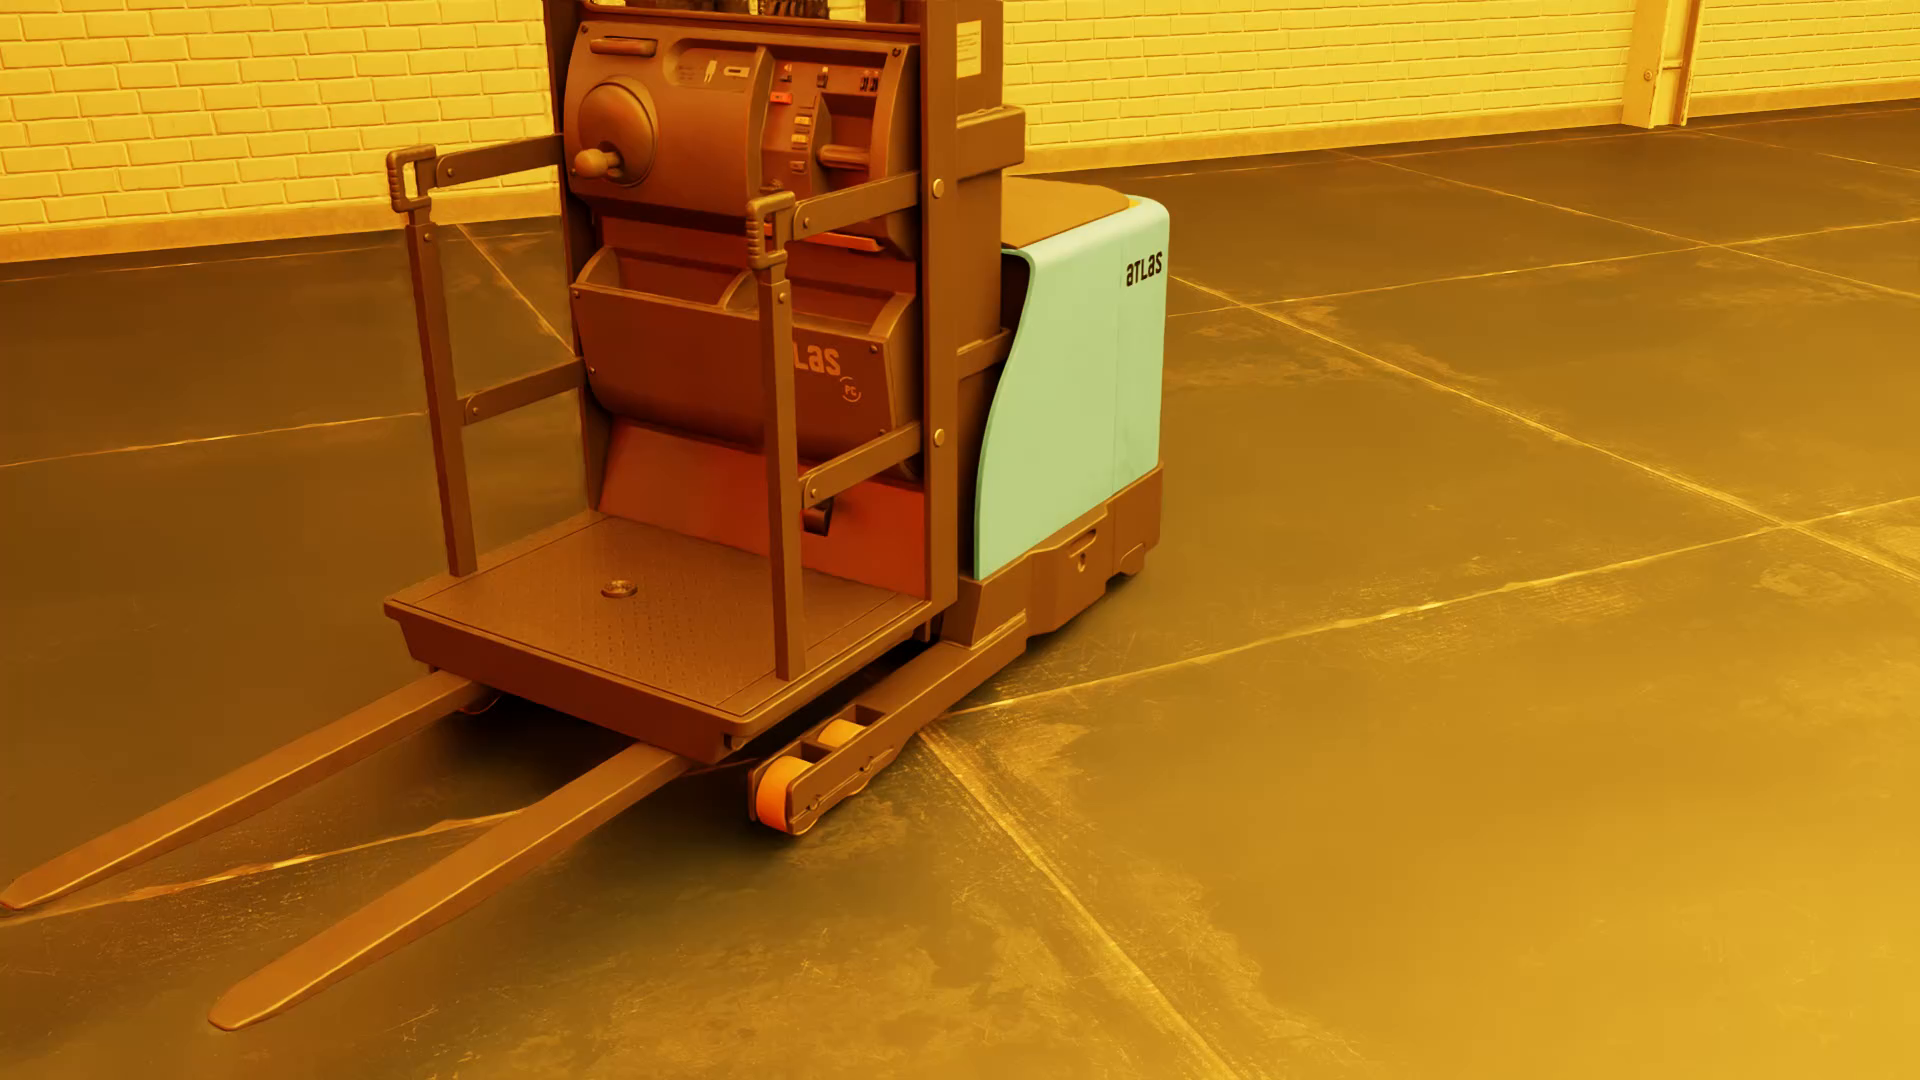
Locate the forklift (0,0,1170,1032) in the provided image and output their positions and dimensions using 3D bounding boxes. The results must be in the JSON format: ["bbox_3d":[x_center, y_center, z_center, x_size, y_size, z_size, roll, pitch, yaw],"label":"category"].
[{"bbox_3d":[-0.628,-0.925,3.512,1.130,2.935,3.031,14,26,30],"label":"forklift"}]
